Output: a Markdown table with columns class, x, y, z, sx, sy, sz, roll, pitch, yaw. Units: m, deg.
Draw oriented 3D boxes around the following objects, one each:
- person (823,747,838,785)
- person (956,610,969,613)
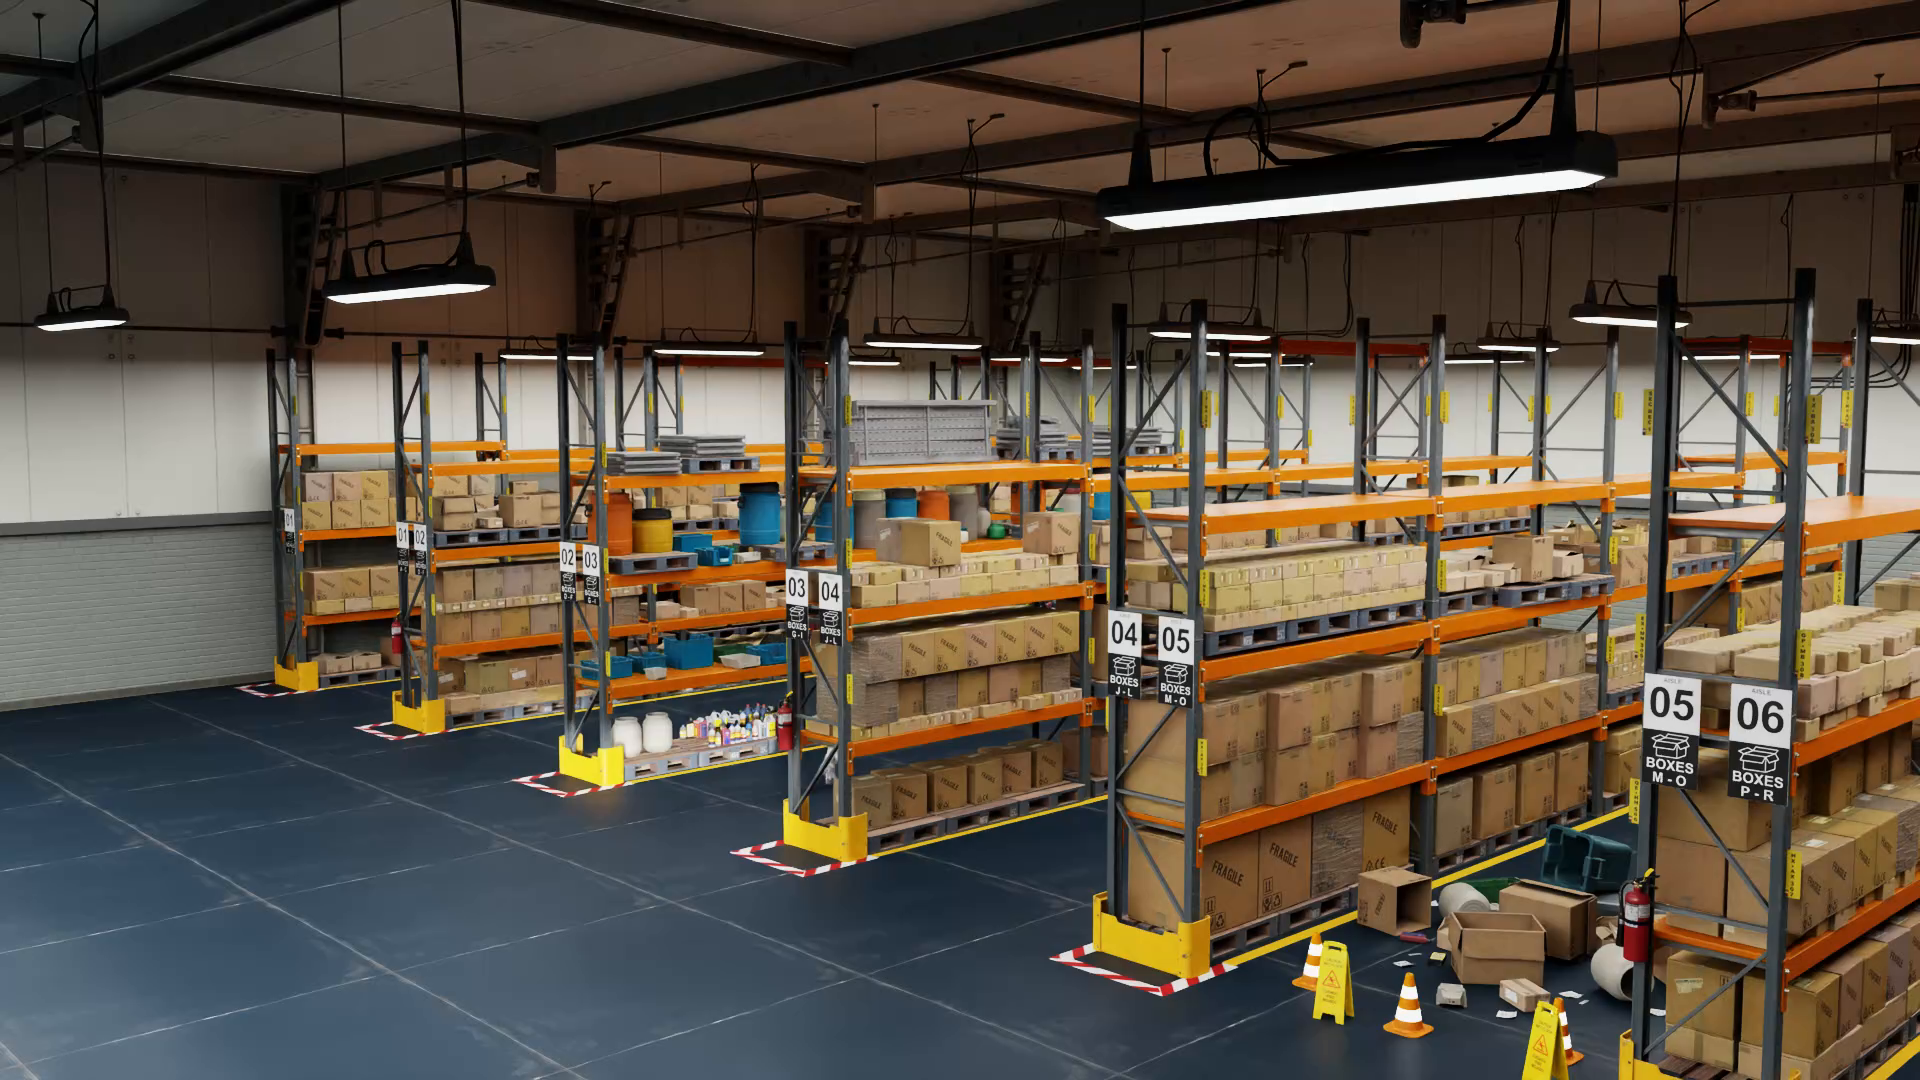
| class | x | y | z | sx | sy | sz | roll | pitch | yaw |
| --- | --- | --- | --- | --- | --- | --- | --- | --- | --- |
| person | -1.683 | 2.358 | 22.121 | 0.493 | 1.781 | 0.565 | -3 | 6 | -31 |
| person | 0.041 | 1.866 | 25.548 | 0.568 | 1.703 | 0.595 | -4 | 6 | -40 |
